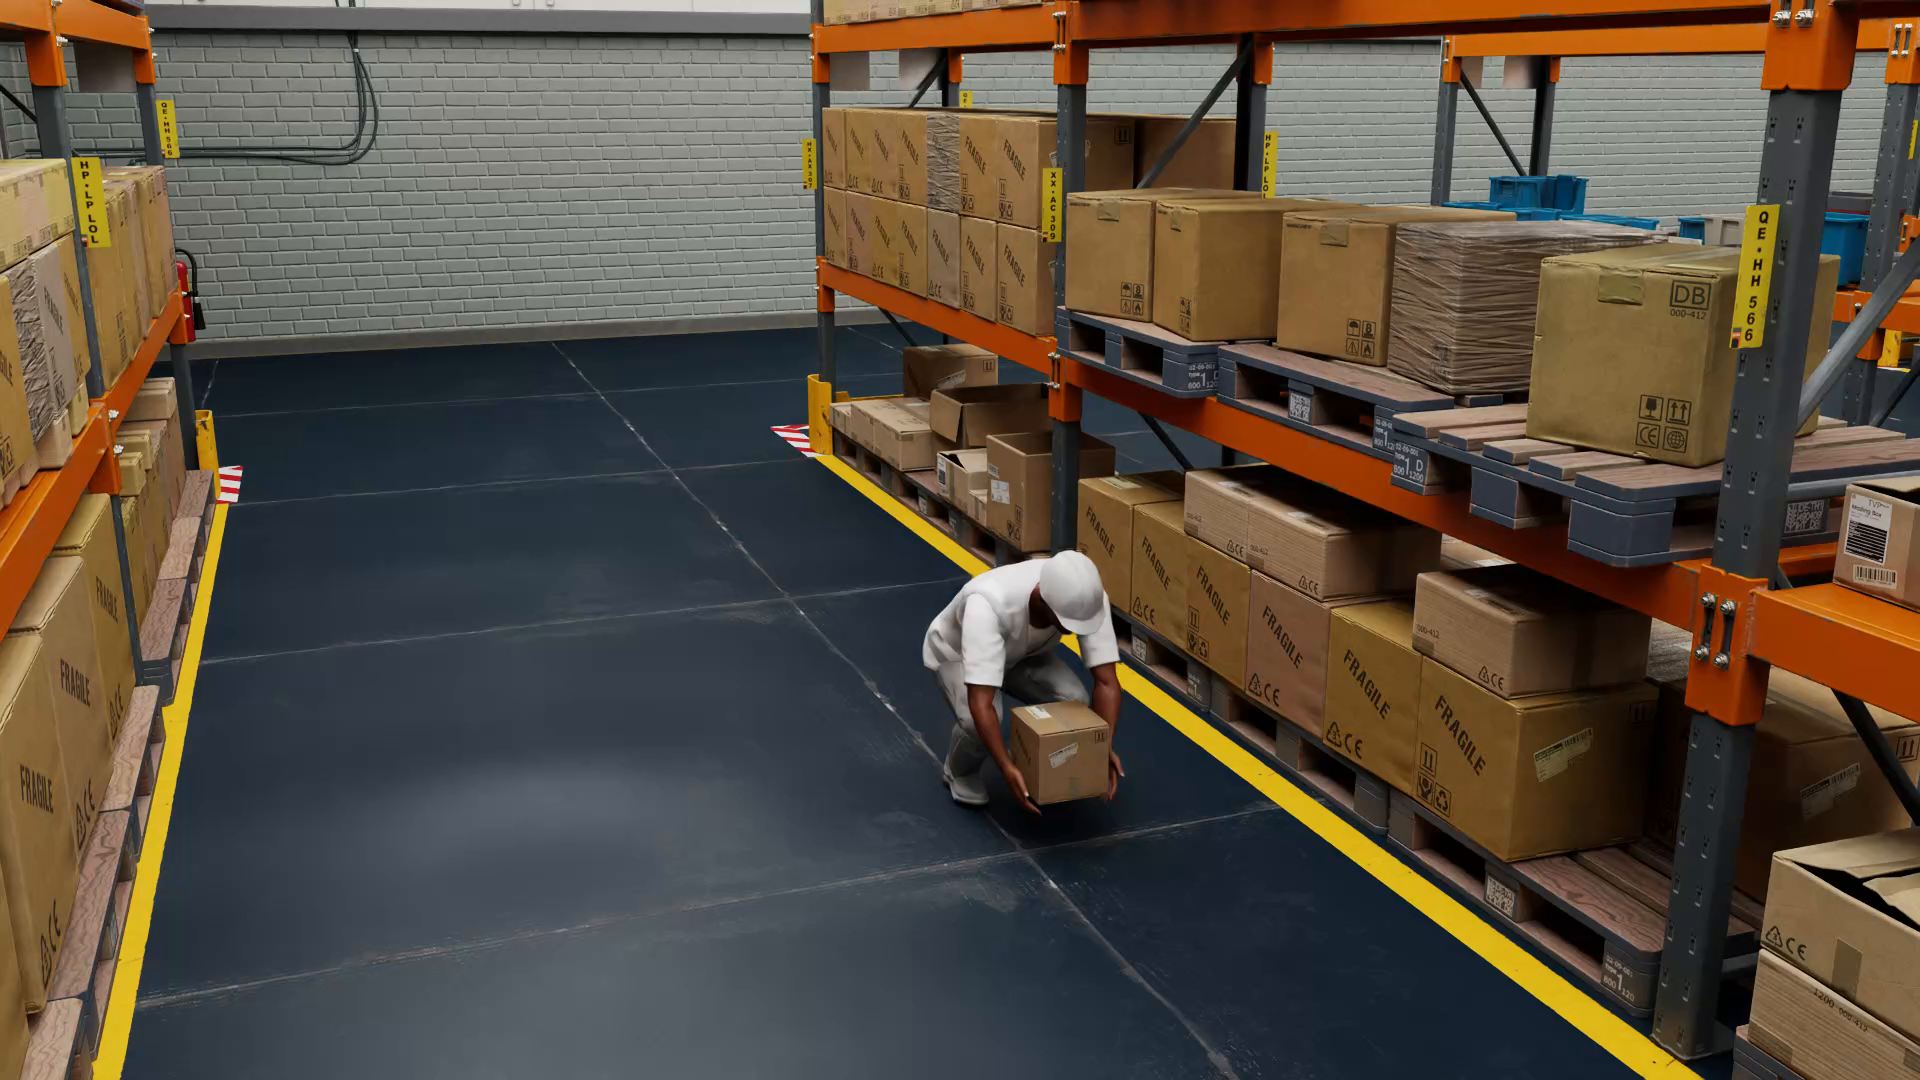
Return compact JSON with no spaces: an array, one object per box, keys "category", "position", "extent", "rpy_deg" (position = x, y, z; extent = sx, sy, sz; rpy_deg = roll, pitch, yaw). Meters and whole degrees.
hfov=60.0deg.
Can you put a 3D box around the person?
[{"category":"person","position":[0.227,0.450,5.801],"extent":[0.586,1.001,0.894],"rpy_deg":[-6,17,-21]}]
